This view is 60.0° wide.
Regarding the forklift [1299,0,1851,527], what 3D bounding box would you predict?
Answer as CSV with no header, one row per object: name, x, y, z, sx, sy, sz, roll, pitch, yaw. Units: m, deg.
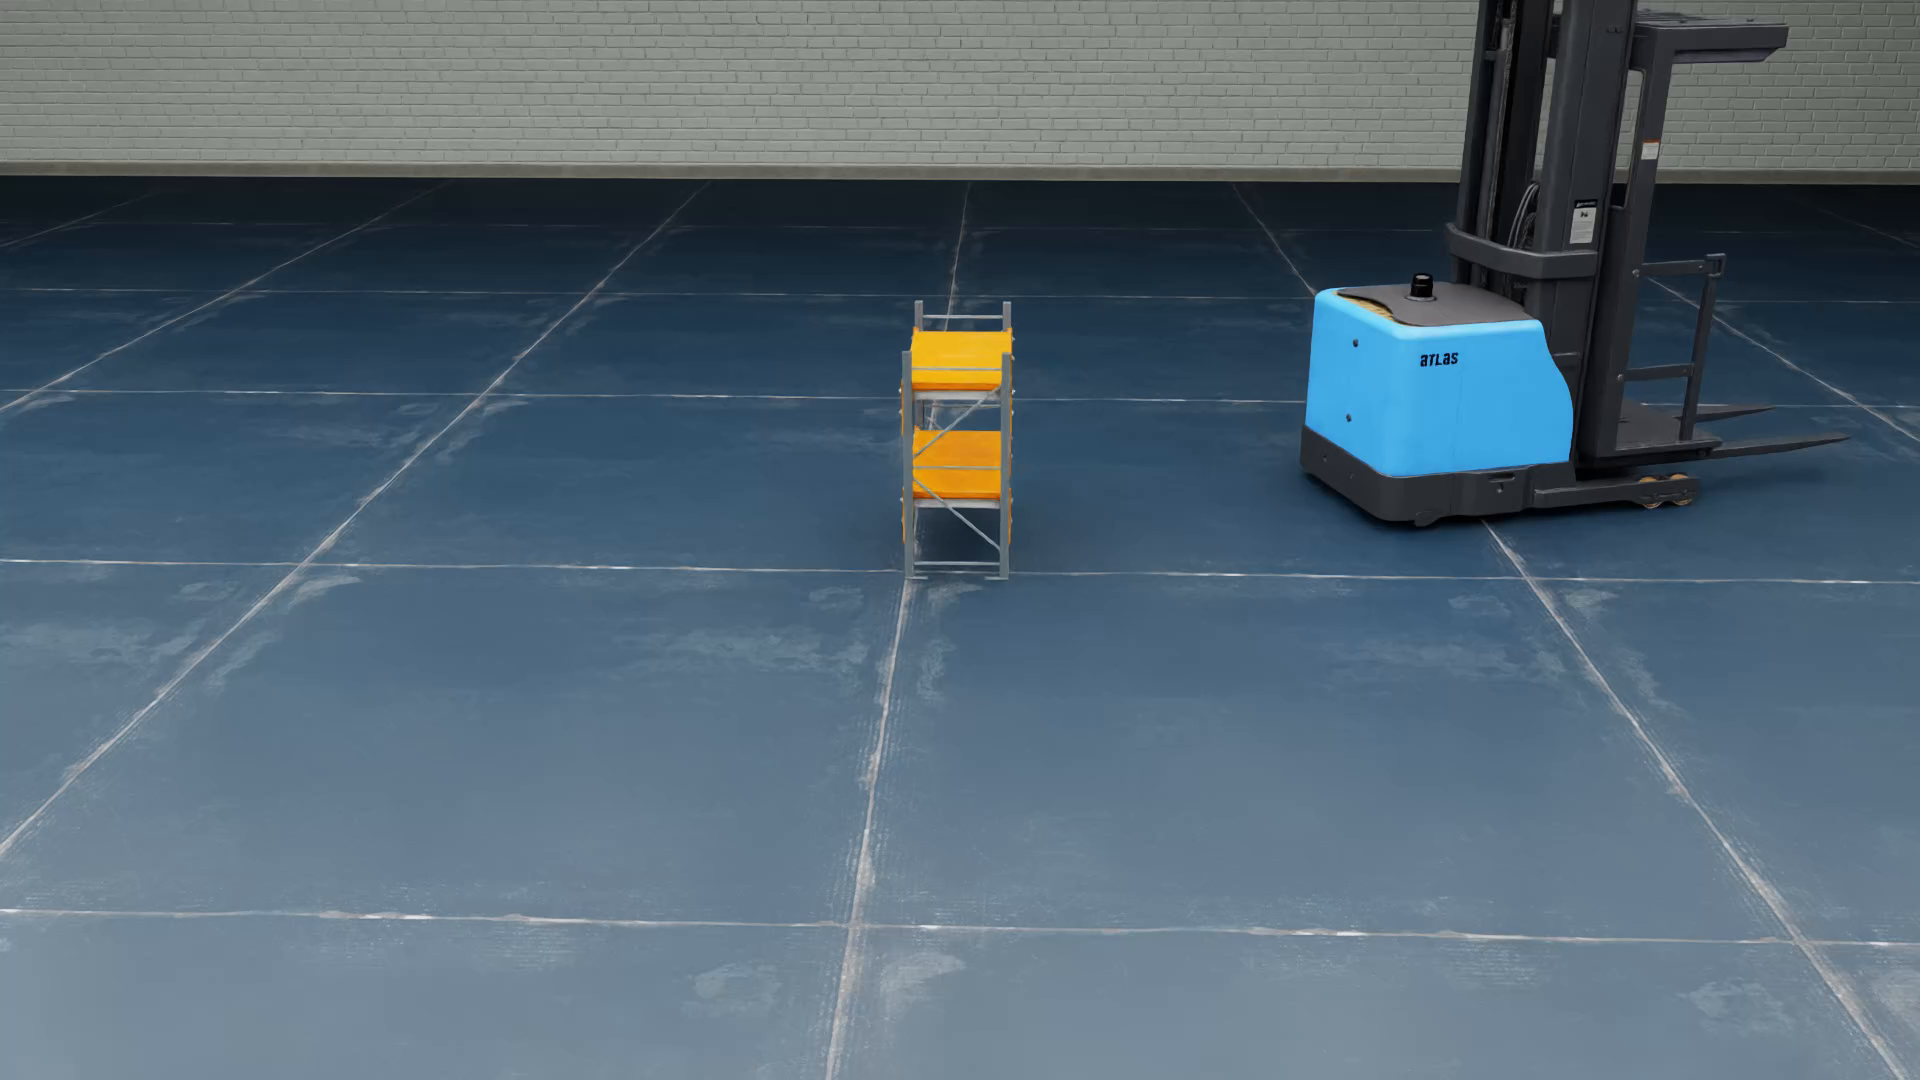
forklift,3.501,-1.714,8.895,3.031,2.935,1.130,-6,22,-14

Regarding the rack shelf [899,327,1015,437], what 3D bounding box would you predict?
rack shelf,0.000,-0.795,8.213,0.538,0.278,1.000,1,21,2

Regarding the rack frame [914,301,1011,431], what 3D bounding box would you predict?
rack frame,0.015,-0.706,8.793,0.500,1.125,0.032,1,21,2

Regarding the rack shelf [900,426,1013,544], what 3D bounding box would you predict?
rack shelf,0.000,-0.294,8.408,0.538,0.278,1.000,1,21,2

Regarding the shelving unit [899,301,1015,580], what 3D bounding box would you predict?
shelving unit,0.000,-0.522,8.319,0.538,1.125,1.048,1,21,2

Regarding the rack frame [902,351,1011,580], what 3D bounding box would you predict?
rack frame,-0.016,-0.338,7.845,0.500,1.125,0.032,1,21,2
